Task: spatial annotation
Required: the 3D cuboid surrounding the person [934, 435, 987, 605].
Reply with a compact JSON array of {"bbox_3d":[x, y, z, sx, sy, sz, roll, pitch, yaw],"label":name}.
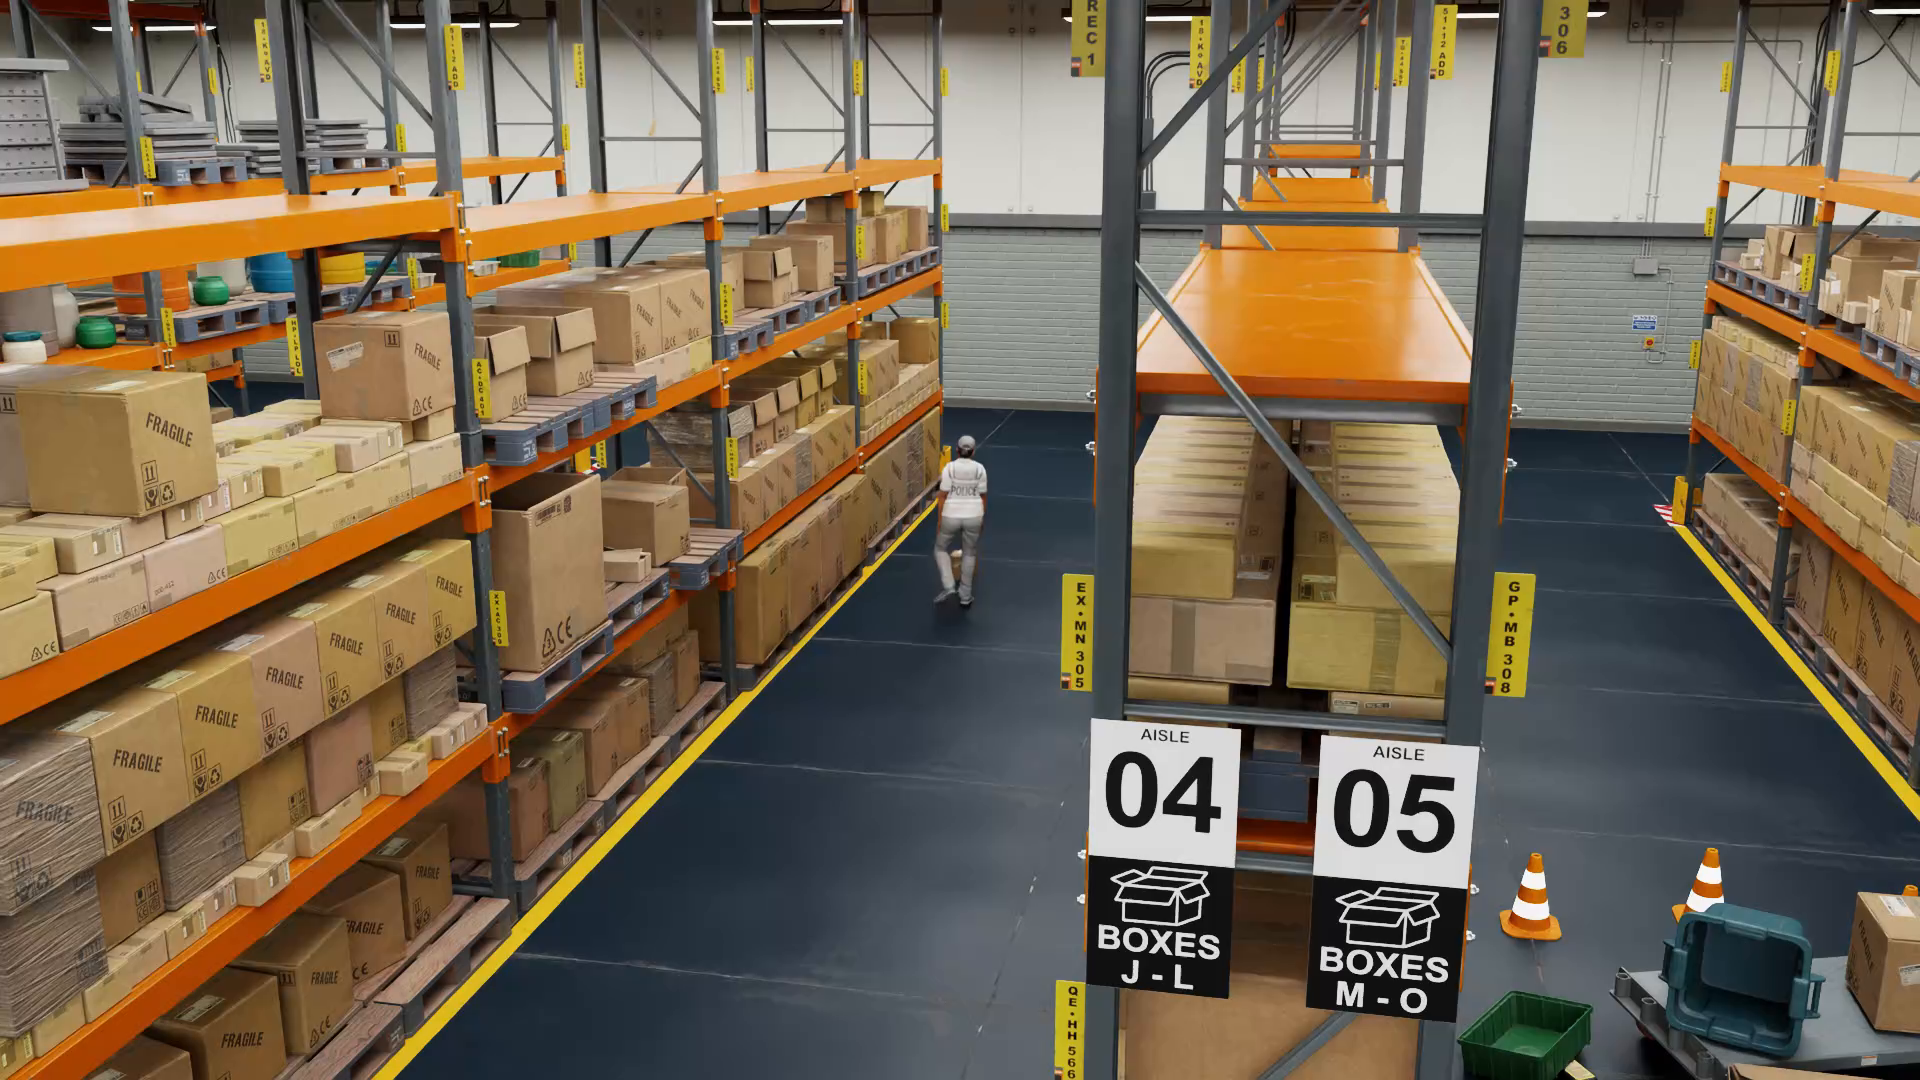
[{"bbox_3d":[0.002,-0.185,16.137,0.535,1.654,0.493,-1,15,-5],"label":"person"}]
